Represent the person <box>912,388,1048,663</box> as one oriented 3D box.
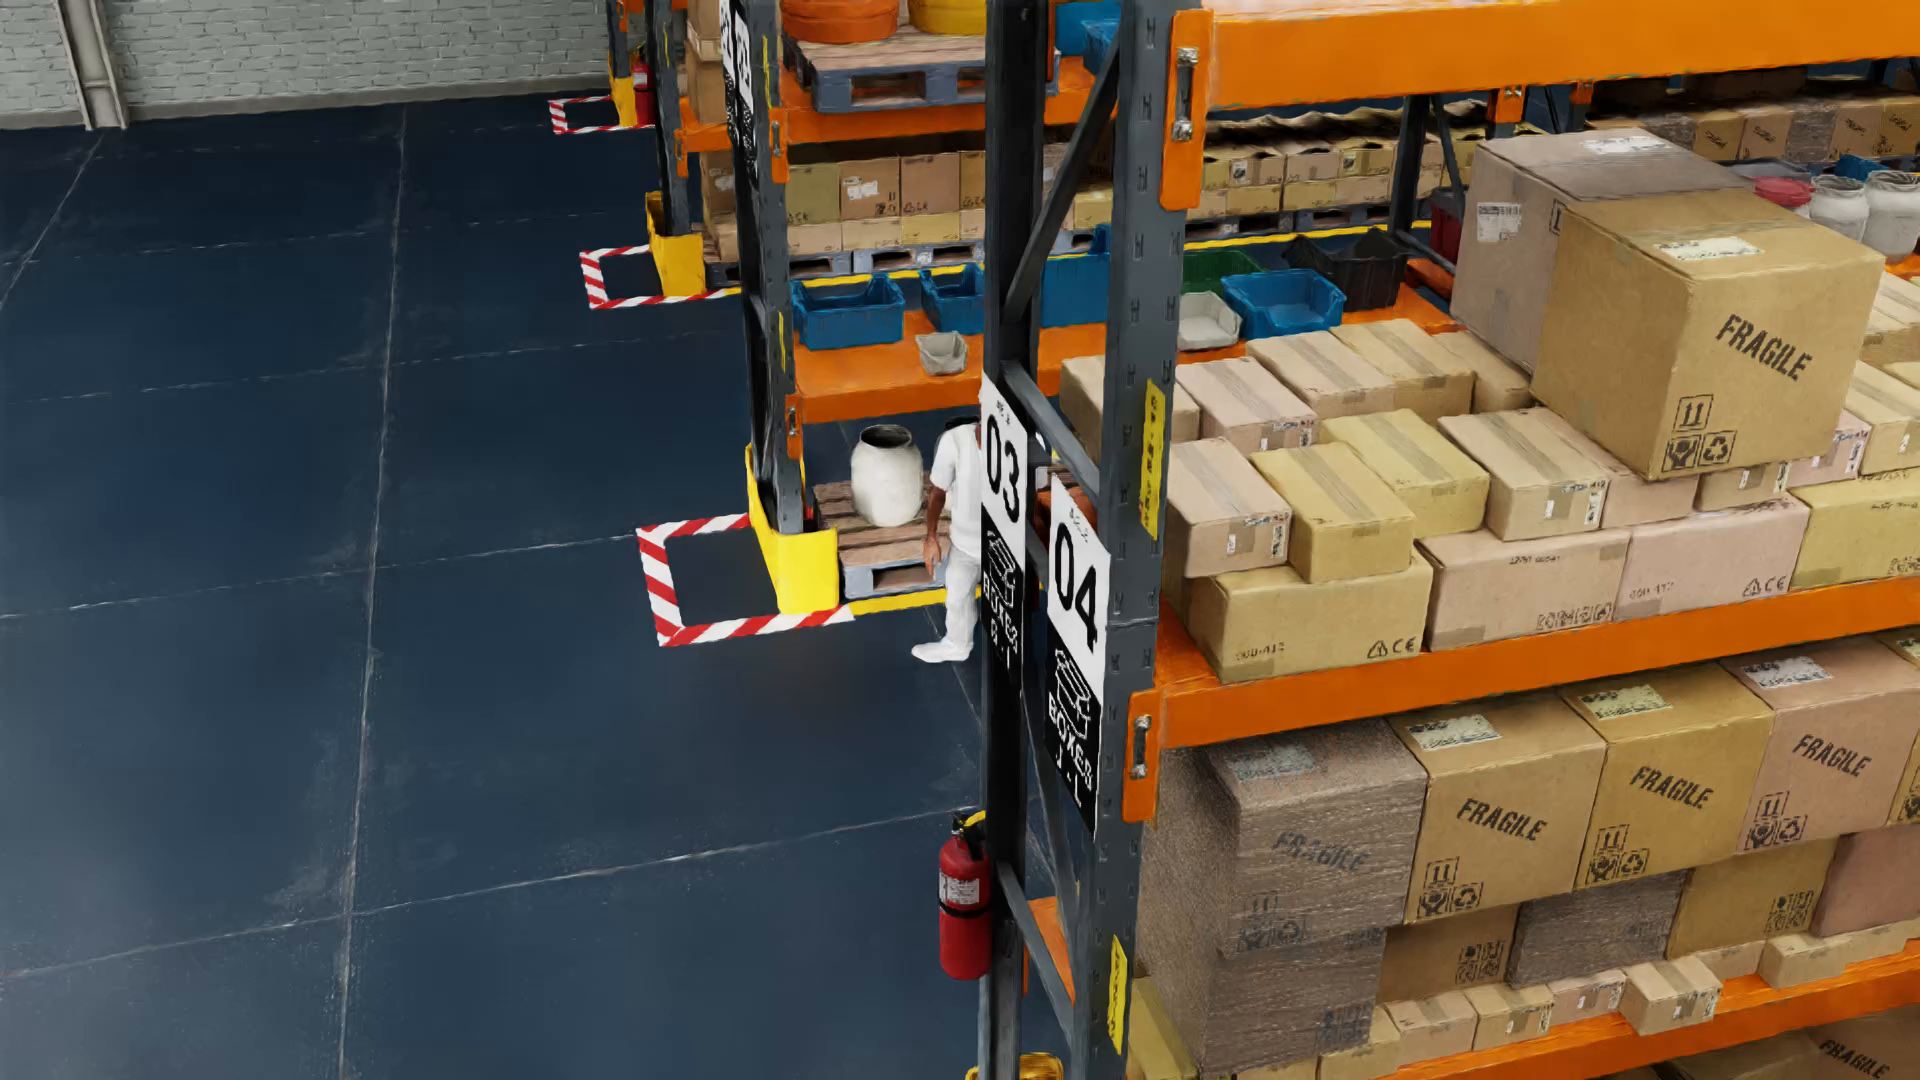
[{"bbox_3d":[0.075,-0.023,8.260,0.706,1.772,0.474,3,30,6],"label":"person"}]
